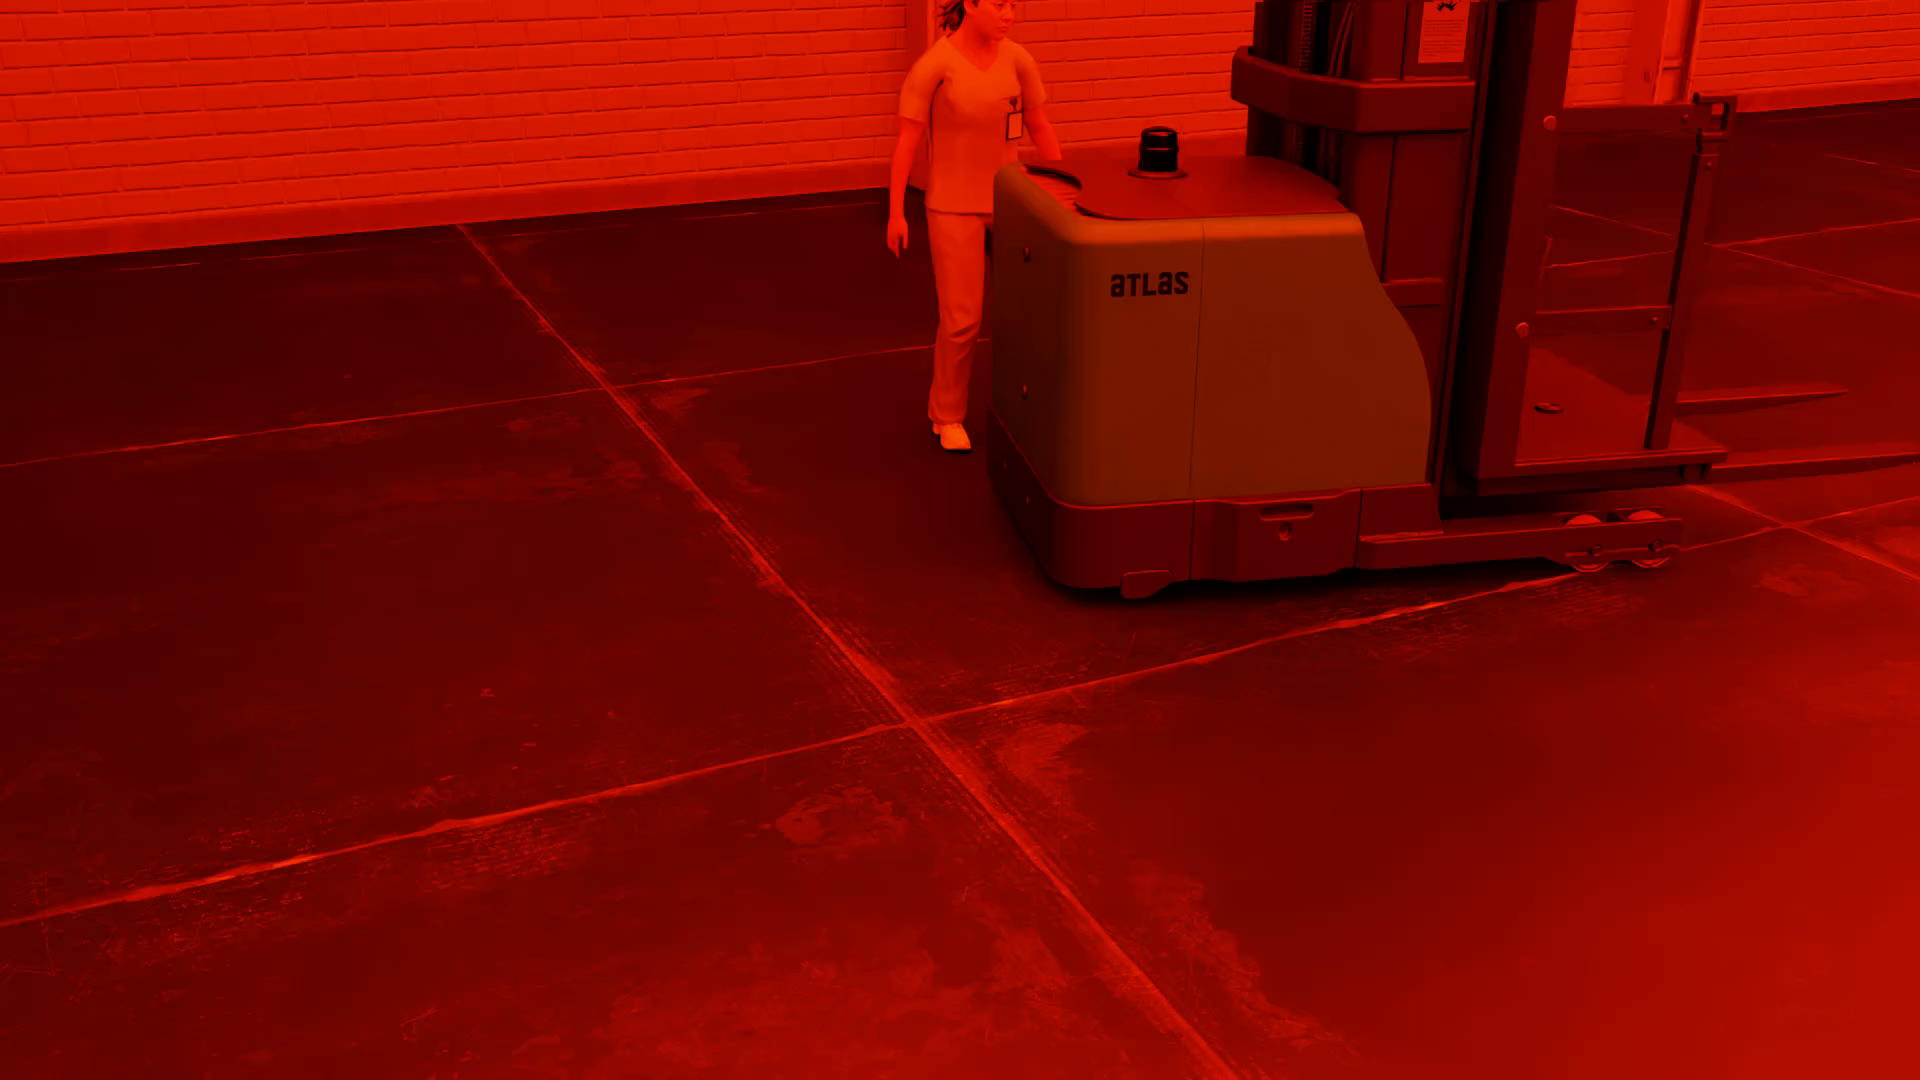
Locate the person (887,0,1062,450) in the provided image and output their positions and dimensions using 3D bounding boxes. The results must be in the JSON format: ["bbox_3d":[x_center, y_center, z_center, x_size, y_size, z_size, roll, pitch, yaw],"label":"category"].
[{"bbox_3d":[0.093,-1.118,5.671,0.707,1.636,0.377,-11,25,-26],"label":"person"}]

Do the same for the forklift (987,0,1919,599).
[{"bbox_3d":[1.657,-1.452,4.782,3.031,2.935,1.130,-4,23,-10],"label":"forklift"}]
